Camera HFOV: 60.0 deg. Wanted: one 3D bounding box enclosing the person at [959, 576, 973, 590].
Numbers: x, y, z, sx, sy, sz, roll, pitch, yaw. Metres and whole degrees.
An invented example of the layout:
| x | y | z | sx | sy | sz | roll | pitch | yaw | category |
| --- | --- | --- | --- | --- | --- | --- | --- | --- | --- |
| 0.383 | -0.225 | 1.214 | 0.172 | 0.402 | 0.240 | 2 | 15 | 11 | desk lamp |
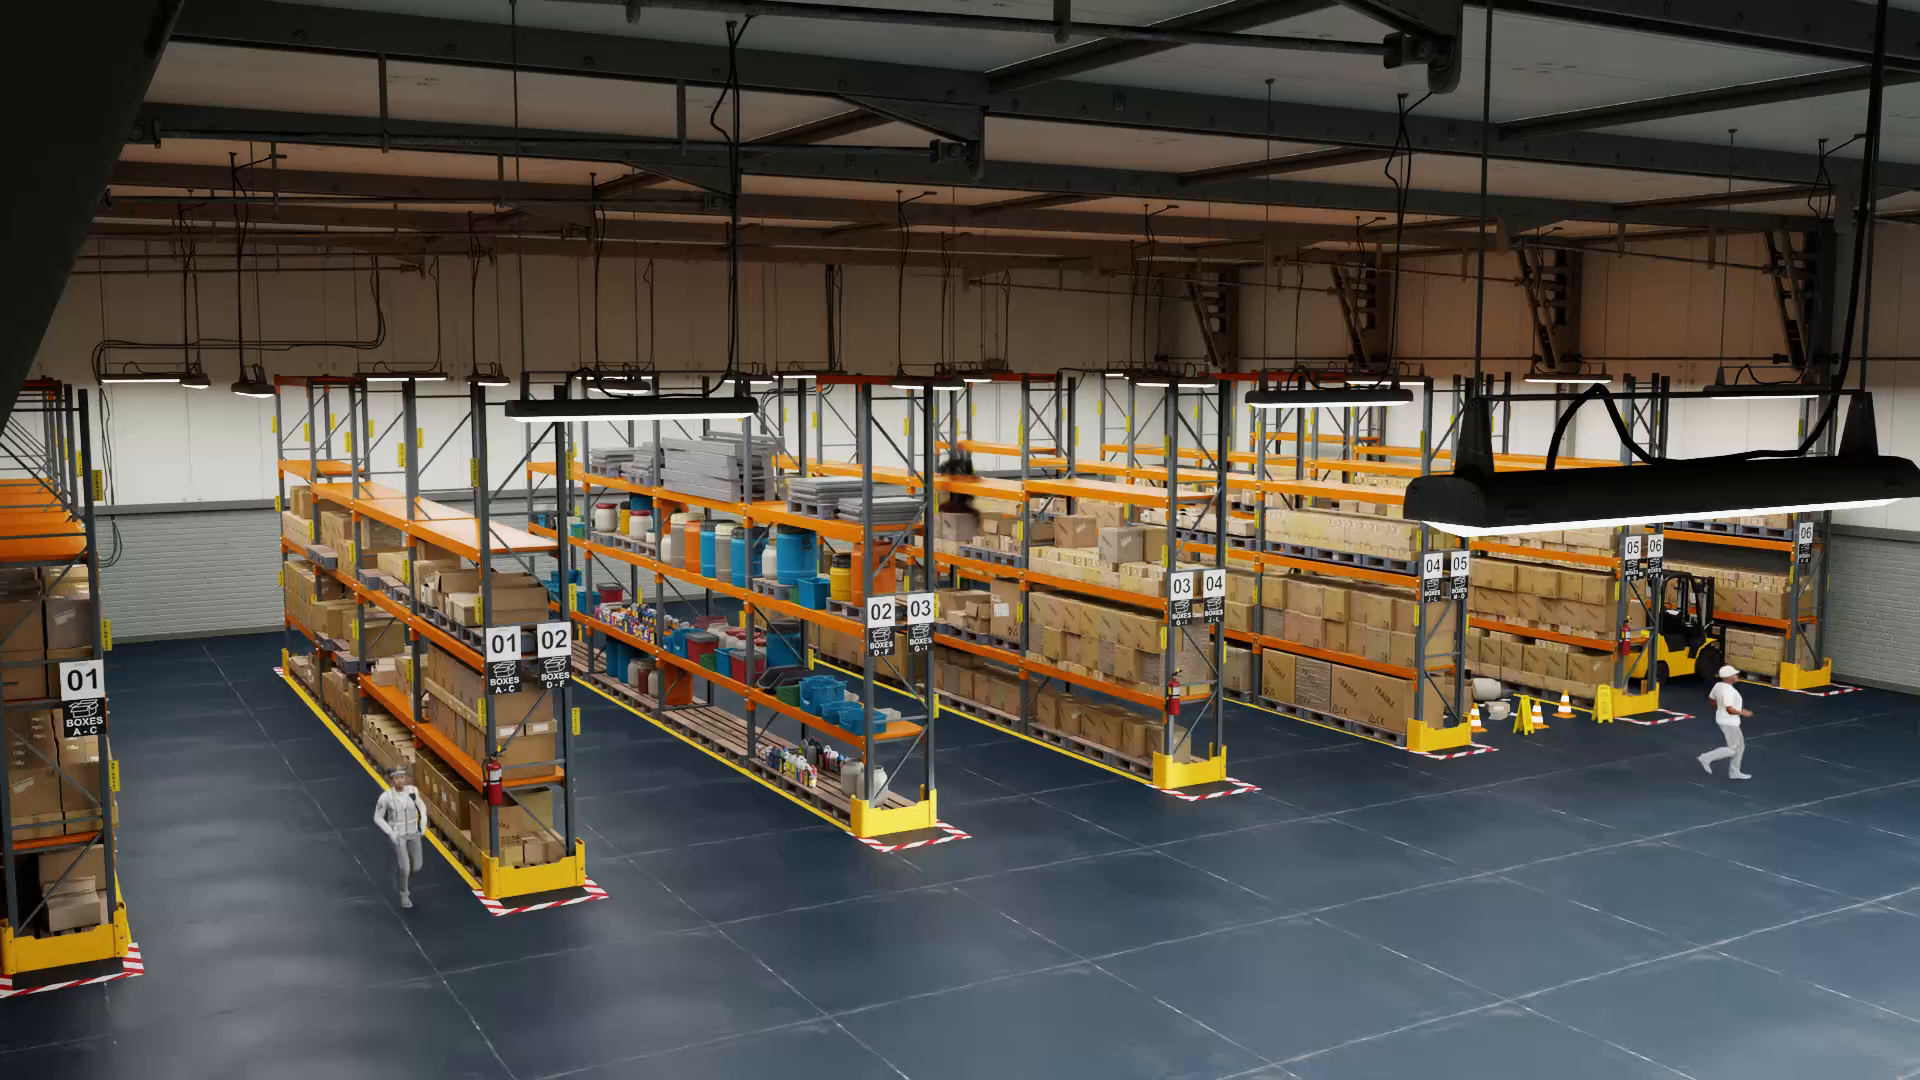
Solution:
| x | y | z | sx | sy | sz | roll | pitch | yaw | category |
| --- | --- | --- | --- | --- | --- | --- | --- | --- | --- |
| 0.059 | 0.867 | 42.124 | 0.766 | 1.724 | 0.712 | 2 | 6 | 15 | person |

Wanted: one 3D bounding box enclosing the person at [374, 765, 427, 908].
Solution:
| x | y | z | sx | sy | sz | roll | pitch | yaw | category |
| --- | --- | --- | --- | --- | --- | --- | --- | --- | --- |
| -6.460 | 3.410 | 19.277 | 0.619 | 1.667 | 0.475 | -5 | 8 | -38 | person |

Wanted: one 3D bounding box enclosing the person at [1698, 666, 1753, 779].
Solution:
| x | y | z | sx | sy | sz | roll | pitch | yaw | category |
| --- | --- | --- | --- | --- | --- | --- | --- | --- | --- |
| 11.510 | 2.742 | 24.984 | 0.795 | 1.733 | 0.712 | 1 | 6 | 11 | person |
